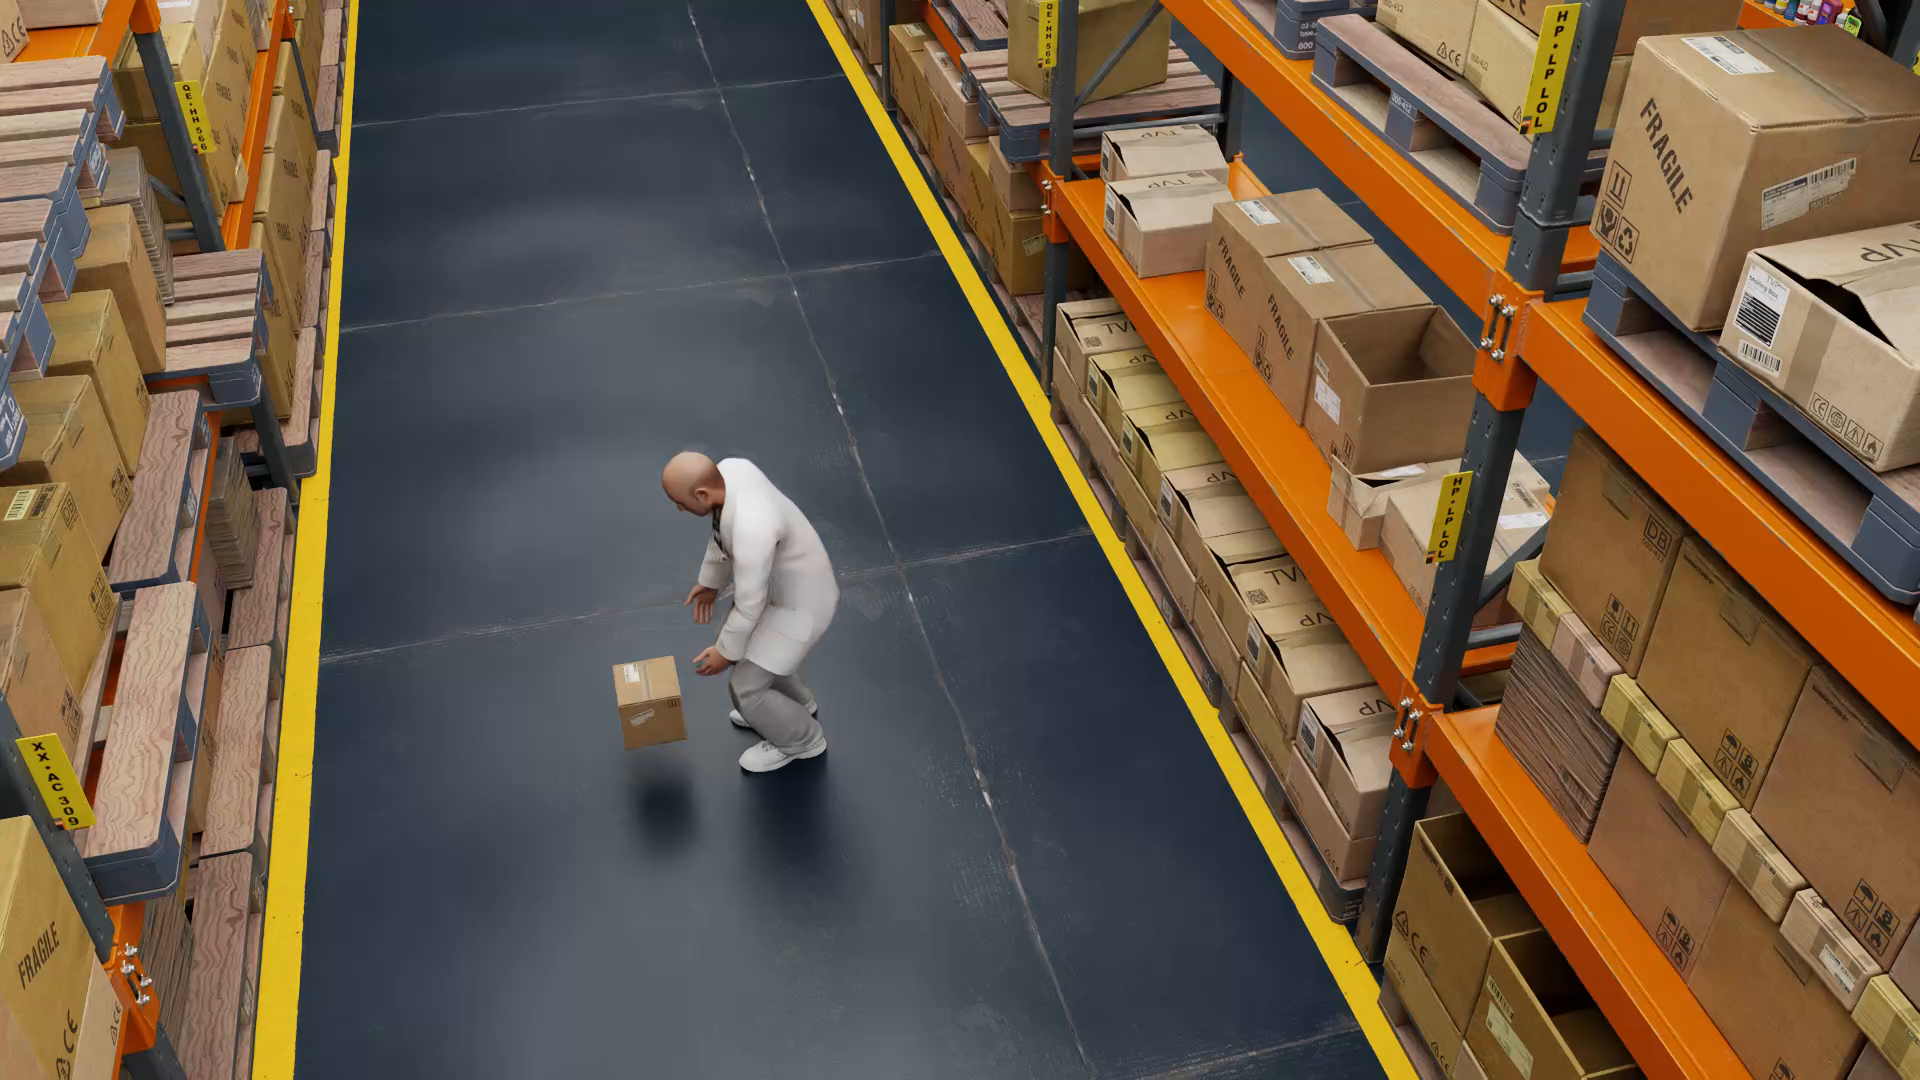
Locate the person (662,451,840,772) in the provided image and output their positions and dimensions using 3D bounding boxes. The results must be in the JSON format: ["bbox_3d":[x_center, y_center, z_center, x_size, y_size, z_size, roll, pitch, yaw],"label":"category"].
[{"bbox_3d":[-0.791,0.263,6.599,0.636,1.526,0.627,-9,39,-12],"label":"person"}]
